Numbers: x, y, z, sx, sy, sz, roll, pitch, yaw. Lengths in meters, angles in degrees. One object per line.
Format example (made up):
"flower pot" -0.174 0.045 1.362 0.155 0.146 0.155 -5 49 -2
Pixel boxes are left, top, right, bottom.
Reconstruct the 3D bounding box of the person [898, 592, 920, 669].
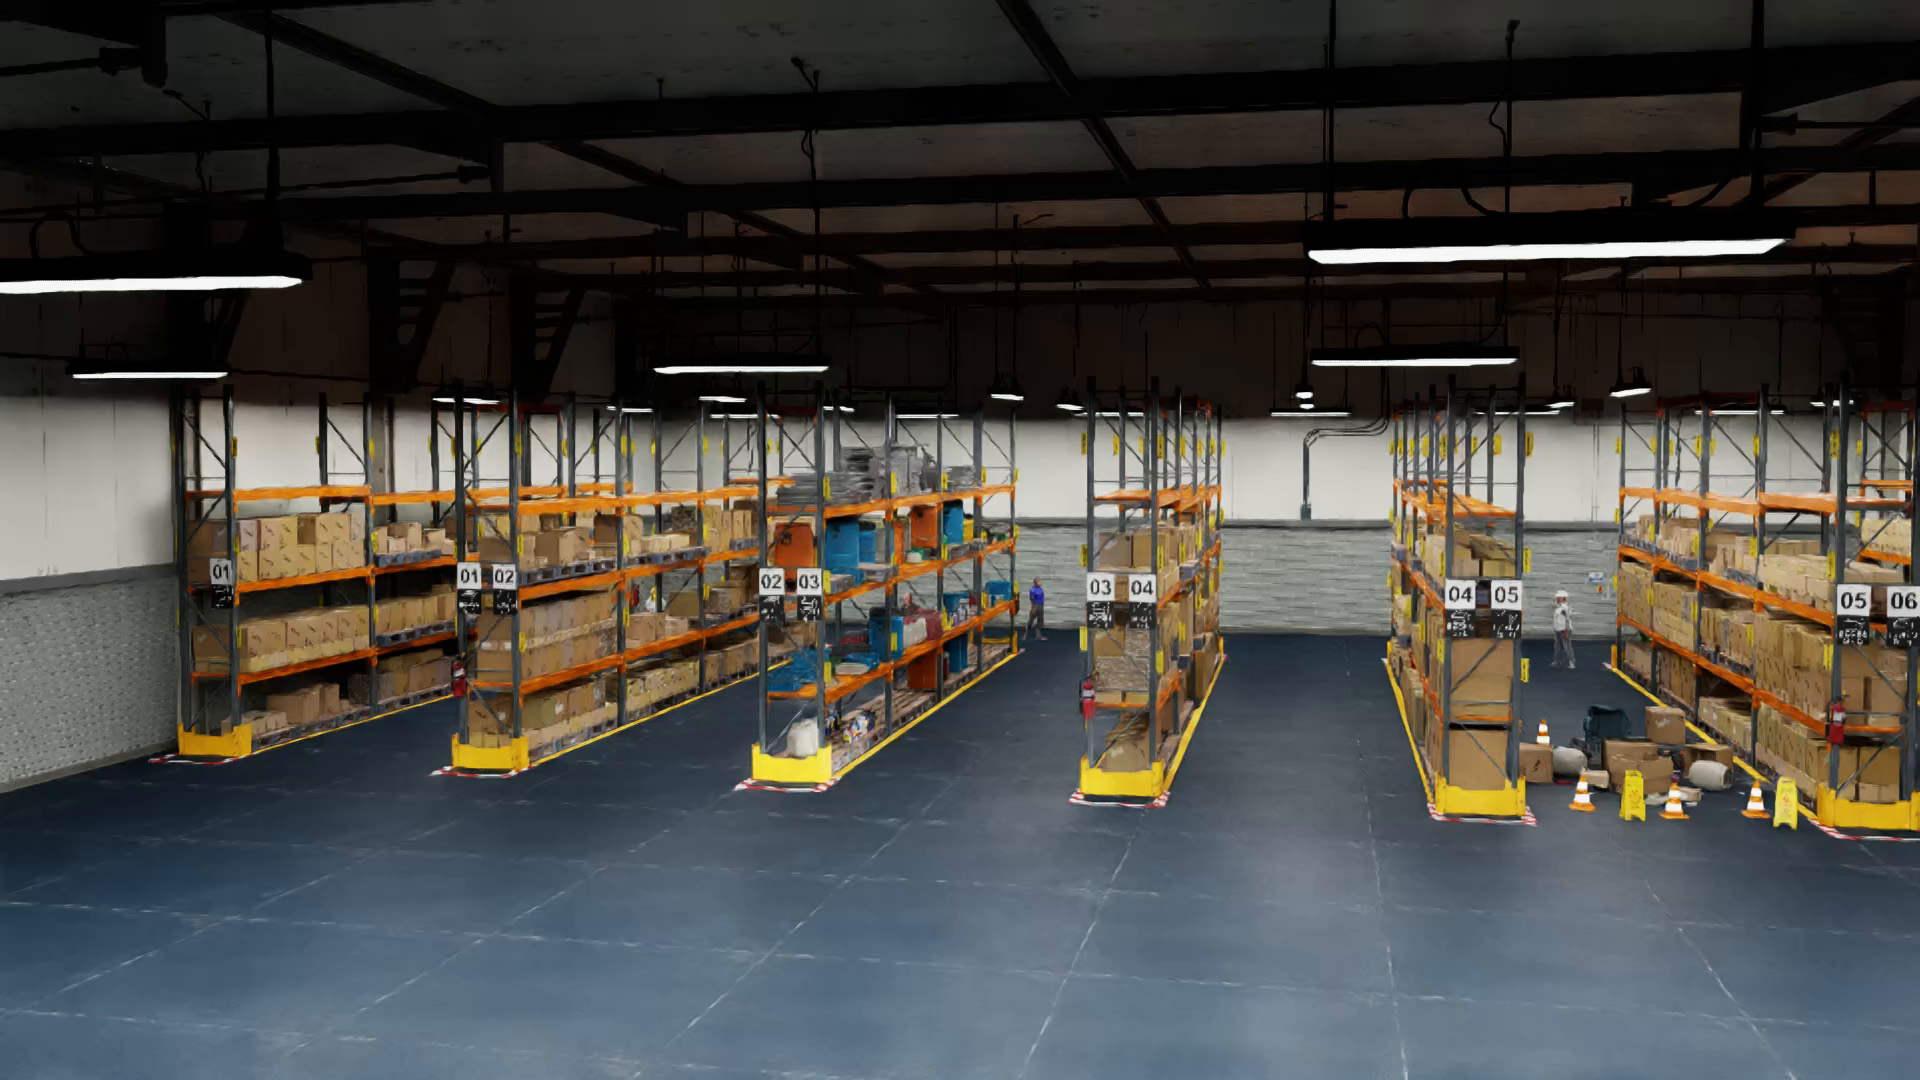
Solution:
"person" -1.109 2.032 37.579 0.595 1.746 1.020 2 4 32

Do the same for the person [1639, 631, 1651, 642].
"person" 16.302 1.899 39.369 0.462 1.780 0.698 -1 3 -20

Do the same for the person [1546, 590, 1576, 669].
"person" 13.611 2.016 37.530 0.521 1.774 0.641 0 3 -1

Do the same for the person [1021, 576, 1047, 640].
"person" 1.904 1.774 43.156 0.653 1.644 0.448 -3 4 -41

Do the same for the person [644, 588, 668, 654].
"person" -7.363 1.956 40.209 0.625 1.611 0.582 1 3 10
